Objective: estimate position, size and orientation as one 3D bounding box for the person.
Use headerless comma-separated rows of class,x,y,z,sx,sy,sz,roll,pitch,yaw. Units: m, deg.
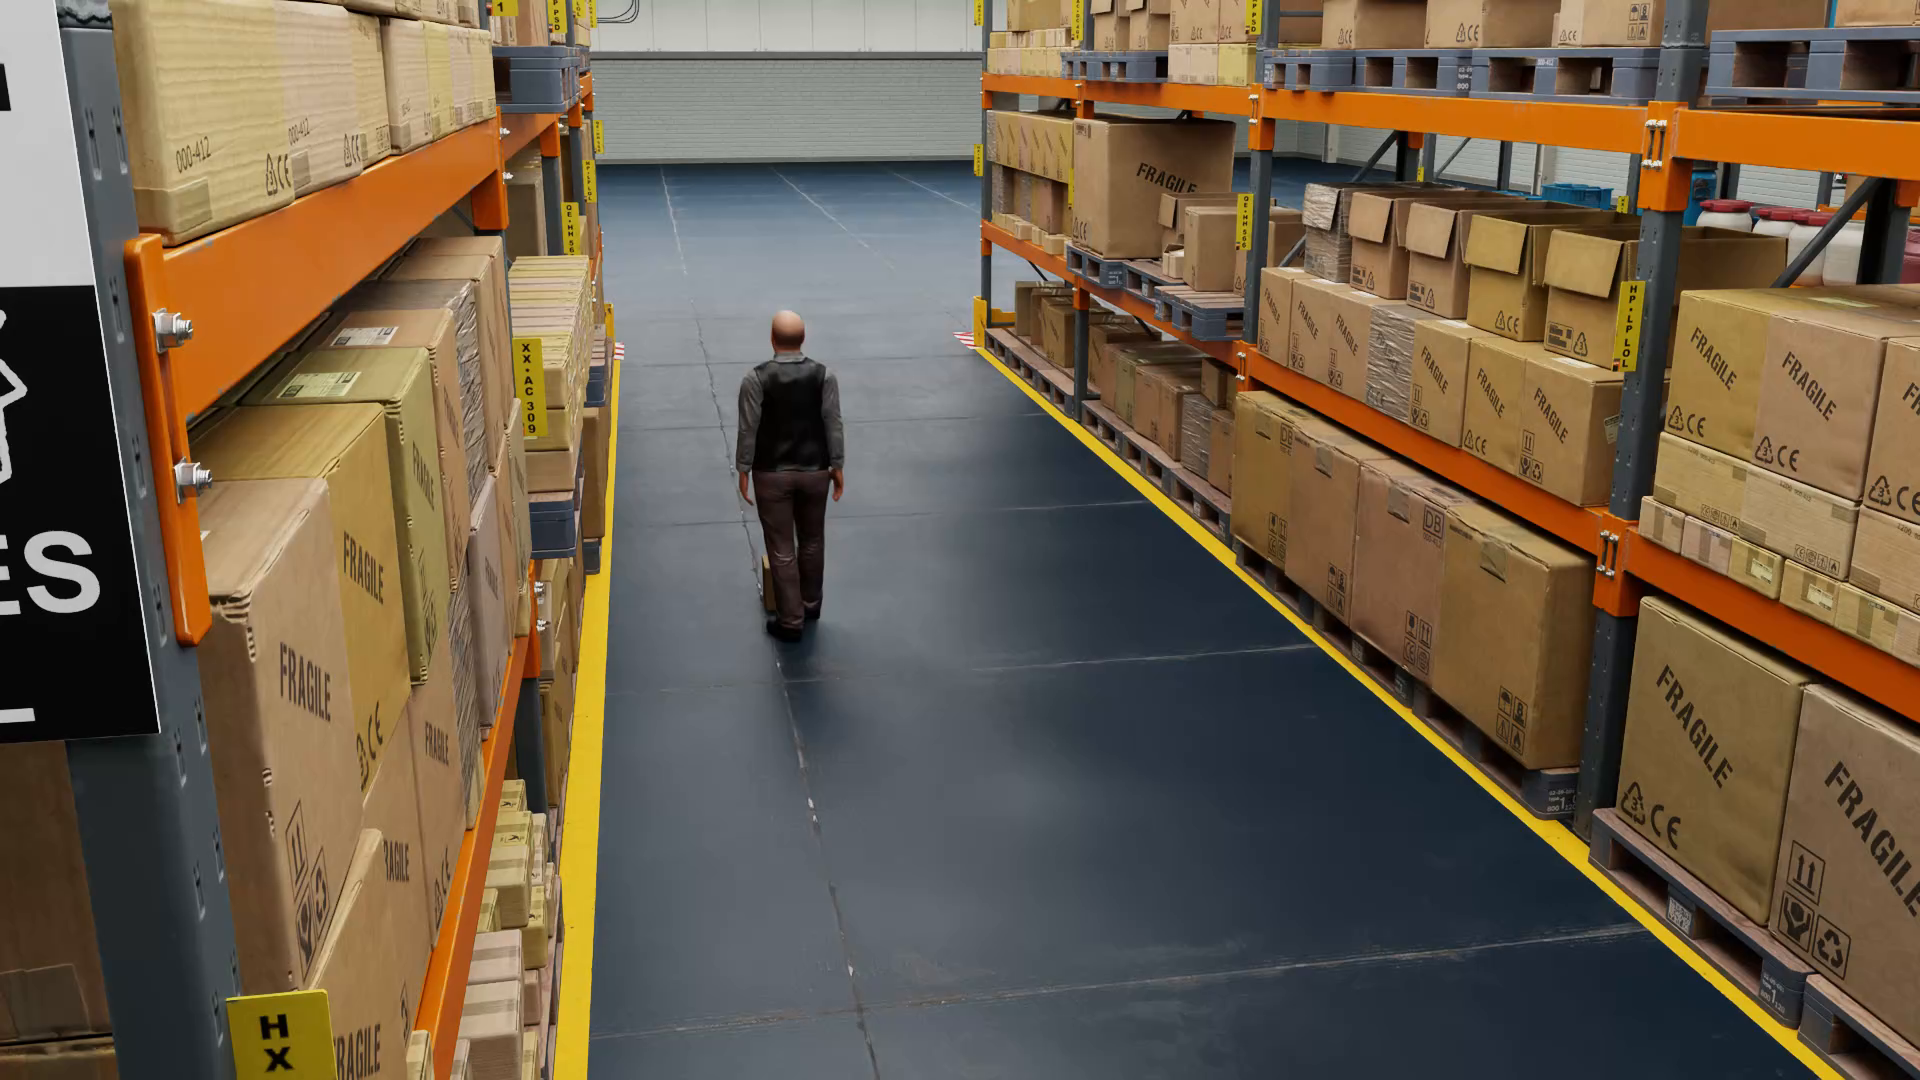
person,-0.935,-0.370,8.818,0.563,1.718,0.626,-7,17,-22
